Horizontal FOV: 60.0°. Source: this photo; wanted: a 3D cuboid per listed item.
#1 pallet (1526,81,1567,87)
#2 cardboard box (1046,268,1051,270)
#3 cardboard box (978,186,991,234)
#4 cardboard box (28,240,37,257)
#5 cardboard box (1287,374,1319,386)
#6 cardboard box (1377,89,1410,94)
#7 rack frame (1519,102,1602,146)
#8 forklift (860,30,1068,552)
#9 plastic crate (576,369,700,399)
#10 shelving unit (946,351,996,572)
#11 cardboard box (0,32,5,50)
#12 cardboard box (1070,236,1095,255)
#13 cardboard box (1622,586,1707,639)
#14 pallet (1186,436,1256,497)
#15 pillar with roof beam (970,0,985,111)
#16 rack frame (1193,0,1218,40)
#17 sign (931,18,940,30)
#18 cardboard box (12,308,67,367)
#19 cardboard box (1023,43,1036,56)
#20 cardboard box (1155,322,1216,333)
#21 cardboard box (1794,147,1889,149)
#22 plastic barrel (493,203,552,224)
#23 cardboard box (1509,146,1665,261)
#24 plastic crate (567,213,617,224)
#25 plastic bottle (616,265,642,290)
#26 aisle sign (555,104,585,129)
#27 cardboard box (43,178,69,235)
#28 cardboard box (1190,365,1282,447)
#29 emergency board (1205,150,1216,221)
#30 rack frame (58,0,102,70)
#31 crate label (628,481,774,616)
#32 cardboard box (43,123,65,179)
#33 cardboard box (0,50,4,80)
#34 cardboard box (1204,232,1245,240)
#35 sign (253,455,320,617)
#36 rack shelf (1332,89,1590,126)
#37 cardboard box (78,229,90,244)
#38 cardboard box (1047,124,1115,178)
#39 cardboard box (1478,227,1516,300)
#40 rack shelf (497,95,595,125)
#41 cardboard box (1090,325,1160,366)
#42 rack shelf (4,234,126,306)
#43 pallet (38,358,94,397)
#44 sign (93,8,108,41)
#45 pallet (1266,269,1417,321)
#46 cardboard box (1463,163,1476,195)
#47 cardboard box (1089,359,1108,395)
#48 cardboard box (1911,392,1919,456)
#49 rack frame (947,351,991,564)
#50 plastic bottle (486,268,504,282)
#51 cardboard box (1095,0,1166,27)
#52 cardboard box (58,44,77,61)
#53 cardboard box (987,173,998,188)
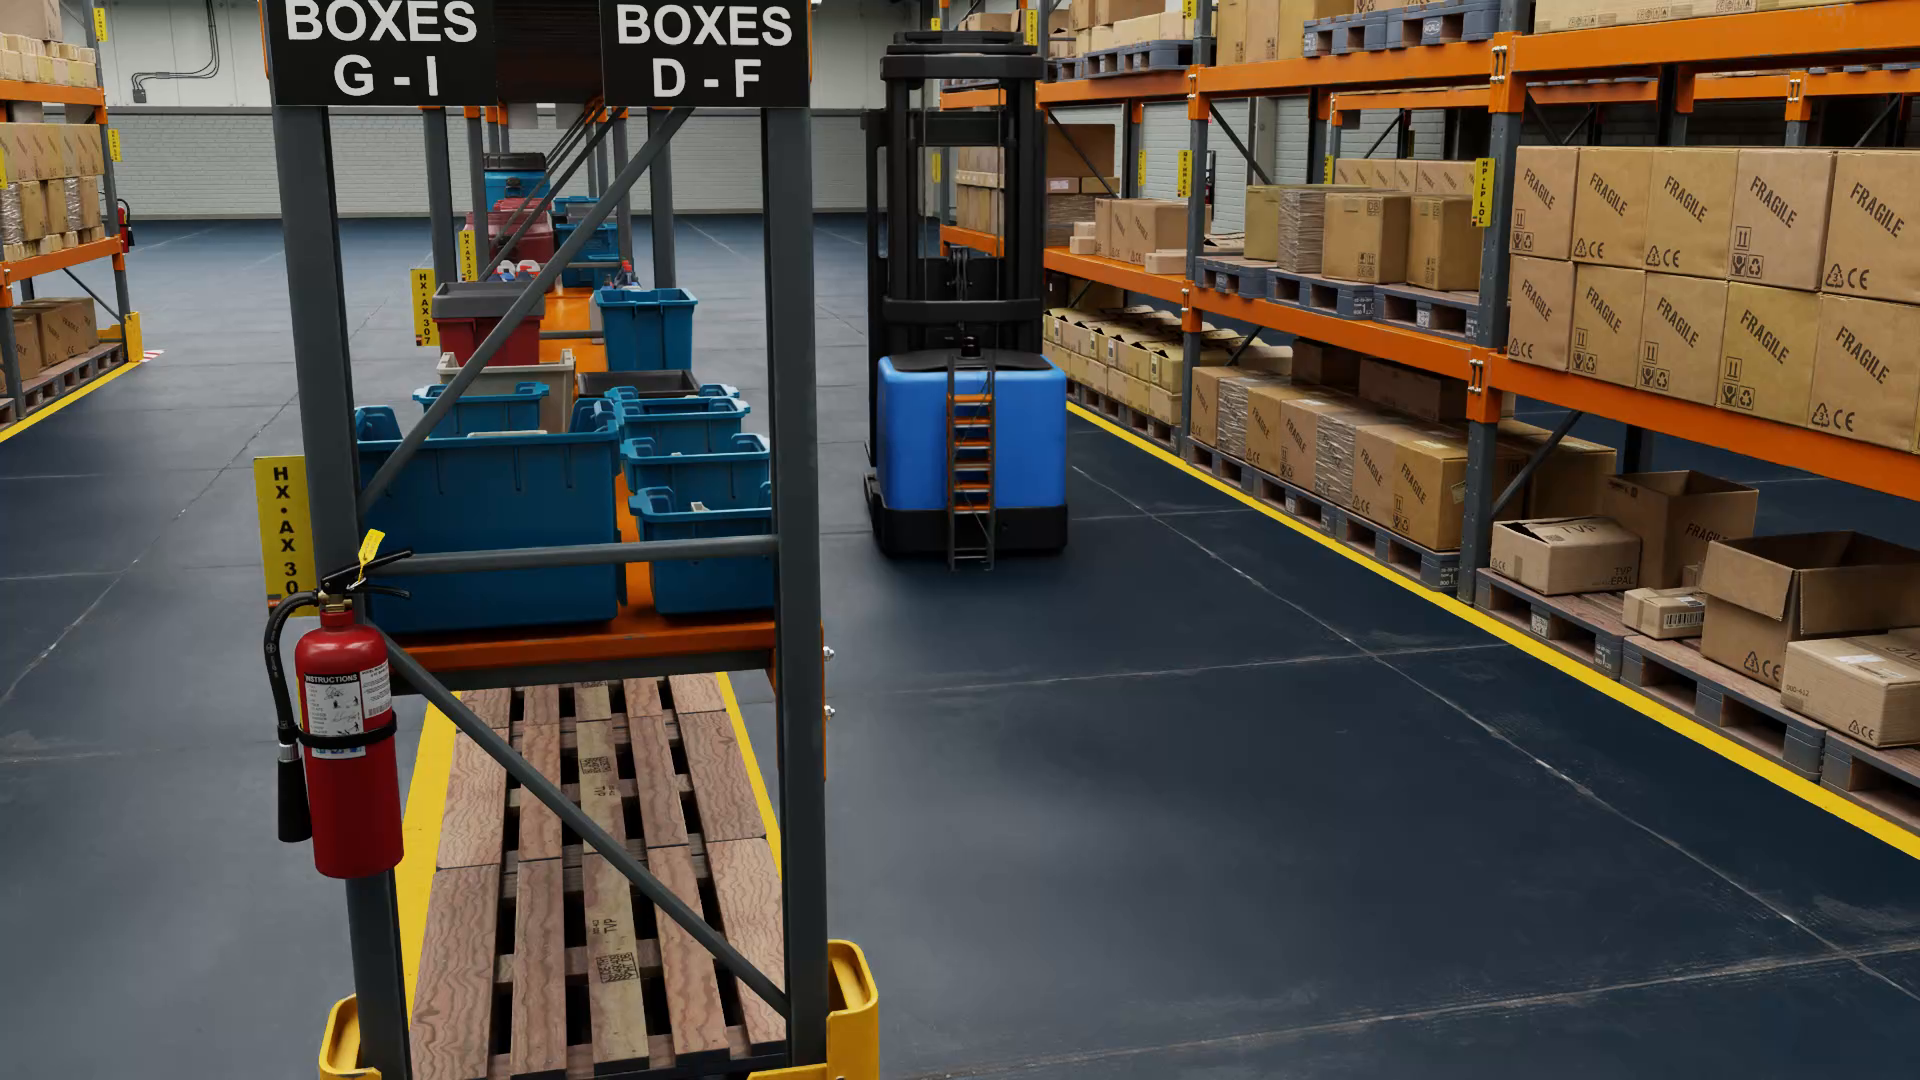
[{"bbox_3d":[6.058,-4.498,16.094,1.213,0.211,1.003,-3,14,-13],"label":"pallet"},{"bbox_3d":[1.043,-2.707,18.014,0.500,0.500,0.500,-3,14,-13],"label":"cardboard box"},{"bbox_3d":[0.599,-3.631,18.258,0.700,0.500,0.500,-3,14,-13],"label":"cardboard box"},{"bbox_3d":[-8.386,-2.568,14.649,0.380,0.149,0.250,-3,14,-13],"label":"cardboard box"},{"bbox_3d":[2.589,-0.878,11.539,0.500,0.500,0.500,-3,14,-11],"label":"cardboard box"},{"bbox_3d":[5.130,-5.382,19.065,0.500,0.500,0.500,-3,14,-11],"label":"cardboard box"},{"bbox_3d":[6.016,-3.281,17.035,1.000,3.000,0.127,-3,14,-13],"label":"rack frame"},{"bbox_3d":[-0.053,-1.654,10.522,1.130,2.935,3.031,-1,14,-6],"label":"forklift"},{"bbox_3d":[-1.211,-0.535,6.251,0.437,0.125,0.590,-3,14,-13],"label":"plastic crate"},{"bbox_3d":[0.060,-0.431,9.164,0.258,1.200,0.189,-1,14,-6],"label":"shelving unit"},{"bbox_3d":[-8.377,-4.244,14.134,0.380,0.149,0.250,-3,14,-13],"label":"cardboard box"},{"bbox_3d":[1.212,-2.666,15.048,0.380,0.149,0.250,-3,14,-13],"label":"cardboard box"},{"bbox_3d":[3.182,0.312,7.371,0.380,0.166,0.250,-3,14,-13],"label":"cardboard box"},{"bbox_3d":[2.280,-0.552,11.742,1.003,0.211,1.213,-3,14,-13],"label":"pallet"},{"bbox_3d":[-3.739,-12.301,41.317,9.100,9.000,0.400,-3,14,-13],"label":"pillar with roof beam"},{"bbox_3d":[2.142,-4.995,11.412,1.000,3.000,0.127,-3,14,-13],"label":"rack frame"},{"bbox_3d":[-0.278,-5.817,19.088,0.100,0.325,0.005,-3,14,-13],"label":"sign"},{"bbox_3d":[-8.935,-1.938,15.923,0.500,0.500,0.500,-2,14,-8],"label":"cardboard box"},{"bbox_3d":[0.653,-4.874,16.585,0.380,0.149,0.250,-3,14,-13],"label":"cardboard box"},{"bbox_3d":[1.934,-1.716,14.357,0.500,0.311,0.500,-3,14,-14],"label":"cardboard box"},{"bbox_3d":[3.693,-1.356,6.839,0.500,0.500,0.500,-3,14,-13],"label":"cardboard box"},{"bbox_3d":[-3.328,-2.293,12.704,0.433,0.535,0.433,0,14,0],"label":"plastic barrel"},{"bbox_3d":[2.918,-1.568,7.708,0.500,0.500,0.500,-3,14,-12],"label":"cardboard box"},{"bbox_3d":[-2.756,-2.227,12.586,0.402,0.464,0.583,-3,14,-13],"label":"plastic crate"},{"bbox_3d":[-1.824,-1.336,9.180,0.144,0.351,0.185,-3,14,-13],"label":"plastic bottle"},{"bbox_3d":[-4.281,-4.947,18.379,0.394,0.787,0.004,-3,14,-13],"label":"aisle sign"},{"bbox_3d":[-8.849,-3.097,15.448,0.875,0.500,0.500,-3,14,-13],"label":"cardboard box"},{"bbox_3d":[1.971,-0.959,11.874,0.500,0.500,0.500,-3,14,-11],"label":"cardboard box"},{"bbox_3d":[4.130,-6.047,28.356,0.194,1.169,0.643,-3,14,-13],"label":"emergency board"},{"bbox_3d":[-9.367,-6.289,16.710,1.000,3.000,0.127,-3,14,-13],"label":"rack frame"},{"bbox_3d":[-0.533,0.017,3.765,0.416,0.233,0.303,-3,14,-13],"label":"crate label"},{"bbox_3d":[-8.650,-3.595,15.376,0.500,0.500,0.500,-3,14,-13],"label":"cardboard box"},{"bbox_3d":[-8.285,-3.955,13.790,0.500,0.250,0.500,-4,14,-15],"label":"cardboard box"},{"bbox_3d":[2.120,-2.255,13.024,0.500,0.311,0.500,-3,14,-14],"label":"cardboard box"},{"bbox_3d":[-1.326,-0.005,3.284,0.100,0.325,0.005,-3,14,-13],"label":"sign"},{"bbox_3d":[5.547,-4.850,18.653,1.077,0.370,4.000,-3,14,-13],"label":"rack shelf"},{"bbox_3d":[-8.889,-3.028,16.530,0.380,0.149,0.250,-3,14,-13],"label":"cardboard box"},{"bbox_3d":[1.092,-3.785,16.153,0.700,0.500,0.500,-3,14,-13],"label":"cardboard box"},{"bbox_3d":[3.187,-1.533,8.784,0.700,0.500,0.500,-9,16,-32],"label":"cardboard box"},{"bbox_3d":[-4.083,-4.298,16.393,1.077,0.370,4.000,-3,14,-13],"label":"rack shelf"},{"bbox_3d":[1.419,-1.681,14.213,0.500,0.311,0.500,-3,14,-12],"label":"cardboard box"},{"bbox_3d":[-8.898,-2.564,15.619,1.077,0.370,4.000,-3,14,-13],"label":"rack shelf"},{"bbox_3d":[-8.910,-1.533,15.756,1.003,0.211,1.213,-3,14,-13],"label":"pallet"},{"bbox_3d":[-8.823,-5.289,17.069,0.100,0.325,0.005,-3,14,-13],"label":"sign"},{"bbox_3d":[2.603,-1.539,10.312,1.003,0.211,1.213,-3,14,-13],"label":"pallet"},{"bbox_3d":[5.605,-3.674,17.337,0.500,0.500,0.500,-3,14,-13],"label":"cardboard box"},{"bbox_3d":[1.418,-1.410,14.289,0.500,0.250,0.500,-3,14,-12],"label":"cardboard box"},{"bbox_3d":[3.526,-0.492,5.408,0.500,0.500,0.500,-3,14,-13],"label":"cardboard box"},{"bbox_3d":[0.050,-0.453,9.252,0.240,1.200,0.006,-1,14,-6],"label":"rack frame"},{"bbox_3d":[-2.527,-1.307,9.060,0.144,0.351,0.185,-3,14,-13],"label":"plastic bottle"},{"bbox_3d":[1.465,-4.682,14.301,0.500,0.500,0.500,-2,14,-8],"label":"cardboard box"},{"bbox_3d":[-8.799,-4.726,16.108,0.380,0.149,0.250,-3,14,-13],"label":"cardboard box"},{"bbox_3d":[0.506,-3.833,17.718,0.380,0.149,0.250,-3,14,-13],"label":"cardboard box"}]
